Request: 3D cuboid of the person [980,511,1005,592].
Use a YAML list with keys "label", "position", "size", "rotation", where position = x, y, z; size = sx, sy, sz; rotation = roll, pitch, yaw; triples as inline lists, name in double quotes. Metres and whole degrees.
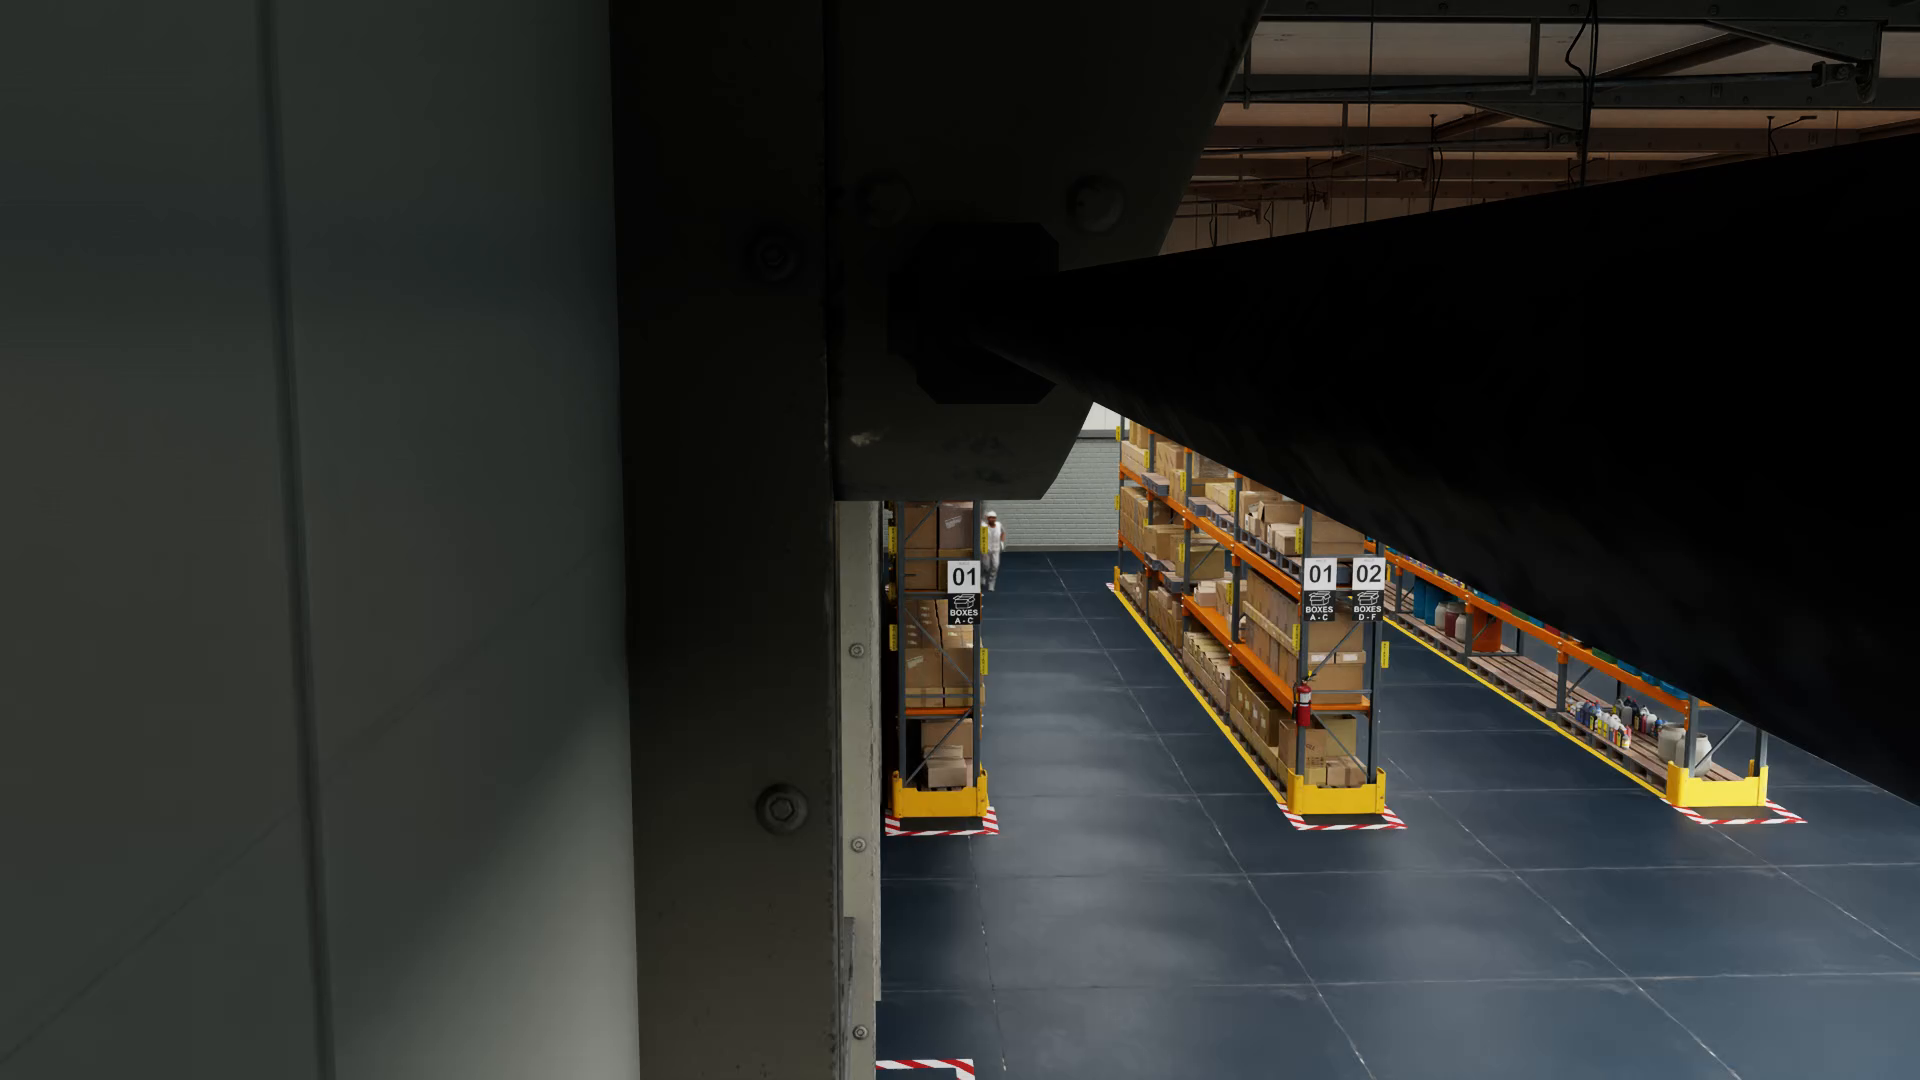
- label: "person"
  position: [0.666, 0.223, 36.489]
  size: [0.697, 1.756, 0.744]
  rotation: [-3, 9, -20]
